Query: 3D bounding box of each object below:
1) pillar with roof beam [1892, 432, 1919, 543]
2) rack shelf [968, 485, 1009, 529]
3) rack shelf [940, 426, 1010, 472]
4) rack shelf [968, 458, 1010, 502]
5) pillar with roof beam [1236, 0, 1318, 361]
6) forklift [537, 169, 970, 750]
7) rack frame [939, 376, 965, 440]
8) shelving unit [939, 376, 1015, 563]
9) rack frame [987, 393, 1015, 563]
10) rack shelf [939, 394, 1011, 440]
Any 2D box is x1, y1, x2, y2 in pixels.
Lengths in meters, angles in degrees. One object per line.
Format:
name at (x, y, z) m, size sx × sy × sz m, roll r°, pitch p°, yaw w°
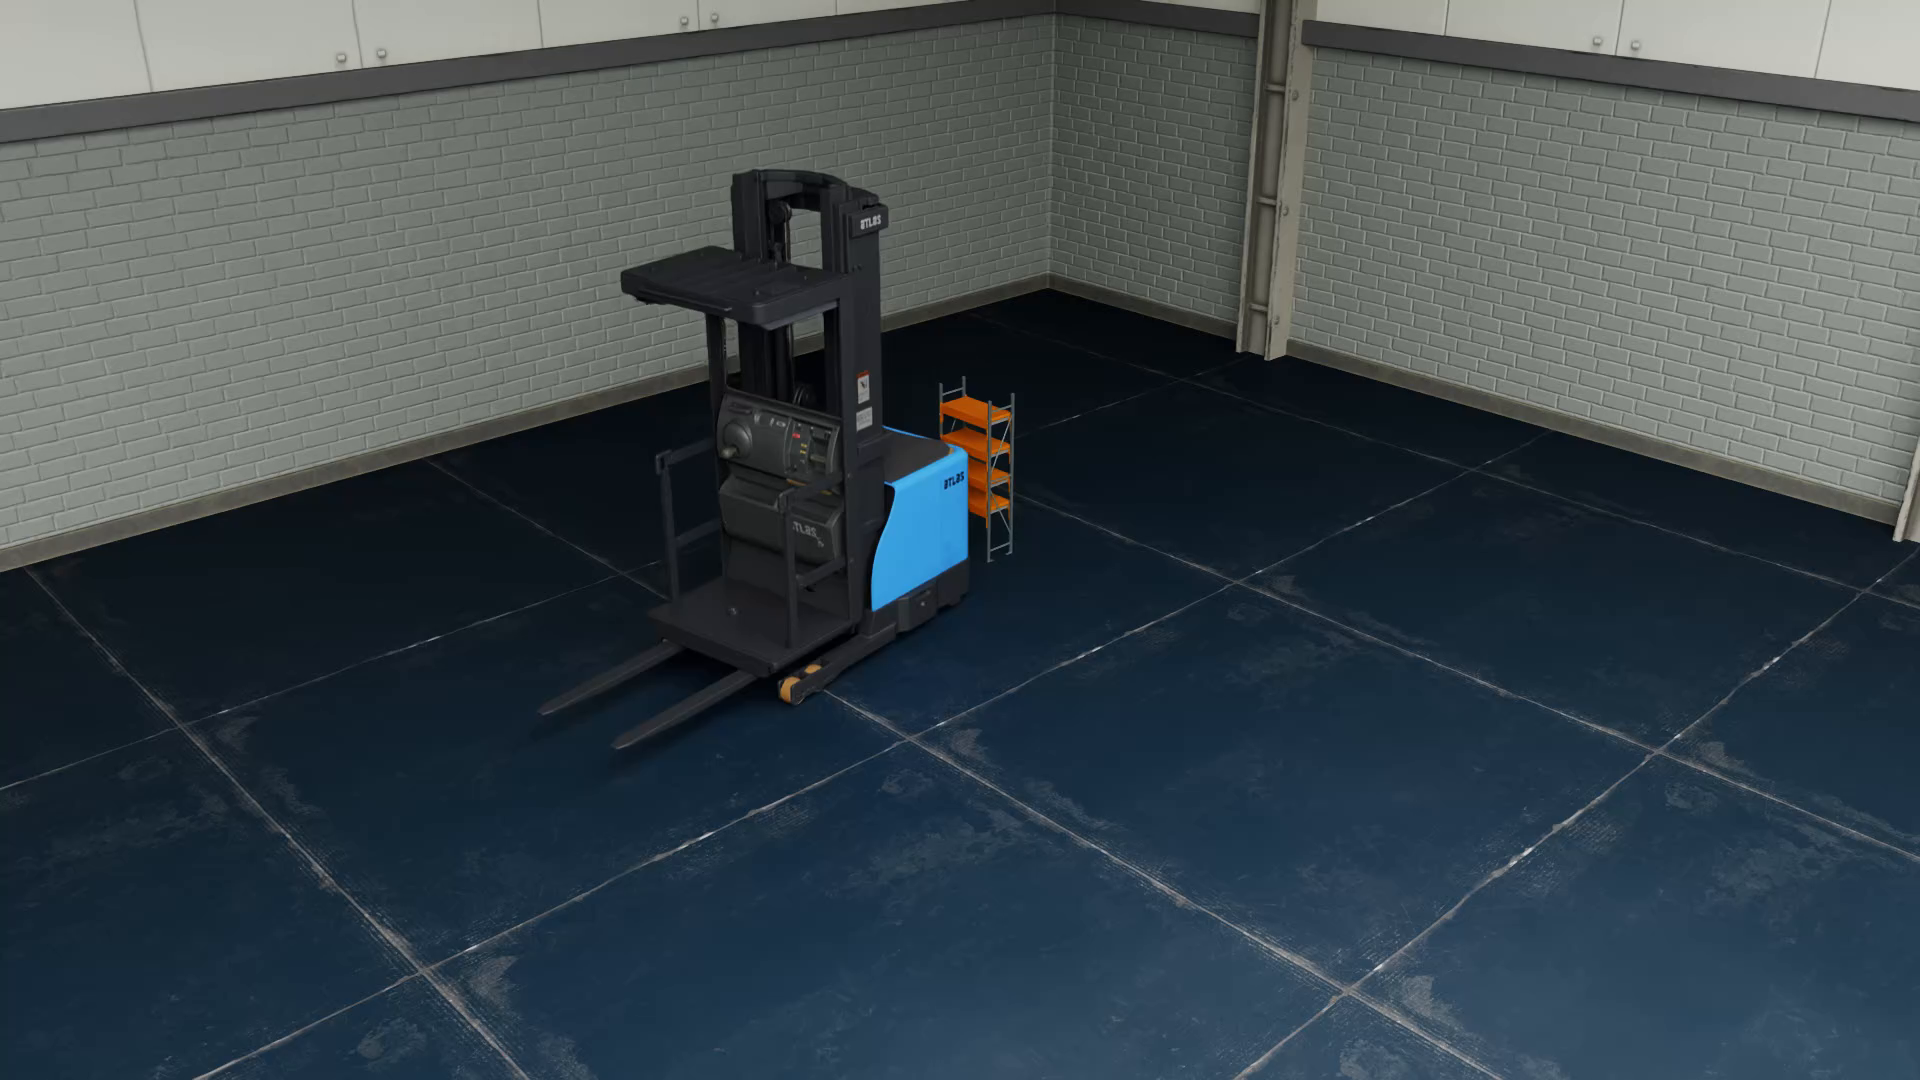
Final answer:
pillar with roof beam at (3.859, -2.859, 7.472) m, size 9.100 × 9.000 × 0.400 m, roll -21°, pitch 32°, yaw -38°
rack shelf at (0.113, -0.254, 11.798) m, size 0.258 × 0.148 × 0.480 m, roll -21°, pitch 32°, yaw -38°
rack shelf at (0.113, -0.638, 11.623) m, size 0.258 × 0.148 × 0.480 m, roll -21°, pitch 32°, yaw -38°
rack shelf at (0.113, -0.435, 11.716) m, size 0.258 × 0.148 × 0.480 m, roll -21°, pitch 32°, yaw -38°
pillar with roof beam at (-0.242, -4.677, 11.457) m, size 9.100 × 9.000 × 0.400 m, roll -21°, pitch 32°, yaw -38°
forklift at (-1.218, -0.582, 9.792) m, size 1.130 × 2.935 × 3.031 m, roll 17°, pitch 30°, yaw 33°
rack frame at (-0.054, -0.570, 11.850) m, size 0.240 × 1.200 × 0.015 m, roll -21°, pitch 32°, yaw -38°
shelving unit at (0.113, -0.496, 11.688) m, size 0.258 × 1.200 × 0.503 m, roll -21°, pitch 32°, yaw -38°
rack frame at (0.280, -0.422, 11.526) m, size 0.240 × 1.200 × 0.015 m, roll -21°, pitch 32°, yaw -38°
rack shelf at (0.113, -0.853, 11.525) m, size 0.258 × 0.148 × 0.480 m, roll -21°, pitch 32°, yaw -38°
